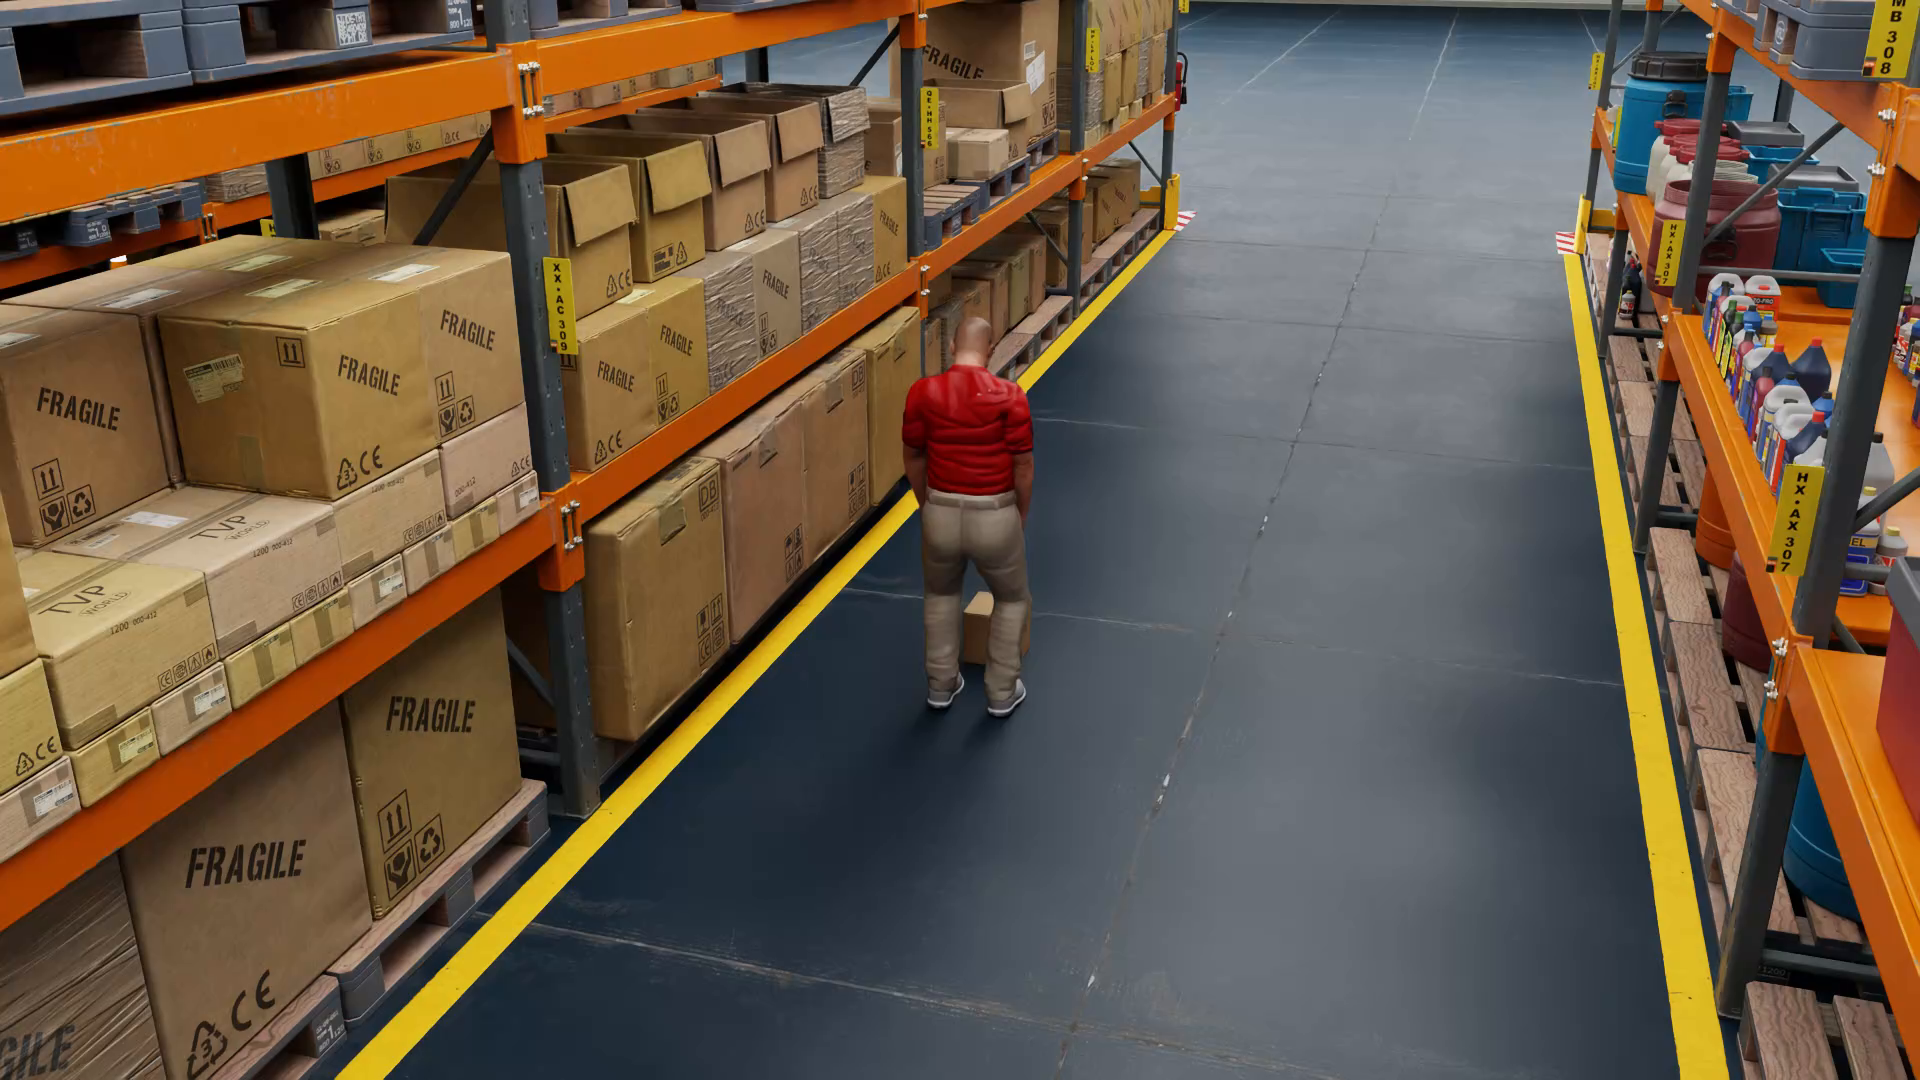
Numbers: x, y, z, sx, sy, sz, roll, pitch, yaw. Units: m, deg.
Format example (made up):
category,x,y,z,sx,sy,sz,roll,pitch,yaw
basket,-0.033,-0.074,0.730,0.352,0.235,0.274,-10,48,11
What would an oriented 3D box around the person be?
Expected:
category,x,y,z,sx,sy,sz,roll,pitch,yaw
person,0.032,-0.079,6.895,0.557,1.677,0.431,6,23,15
